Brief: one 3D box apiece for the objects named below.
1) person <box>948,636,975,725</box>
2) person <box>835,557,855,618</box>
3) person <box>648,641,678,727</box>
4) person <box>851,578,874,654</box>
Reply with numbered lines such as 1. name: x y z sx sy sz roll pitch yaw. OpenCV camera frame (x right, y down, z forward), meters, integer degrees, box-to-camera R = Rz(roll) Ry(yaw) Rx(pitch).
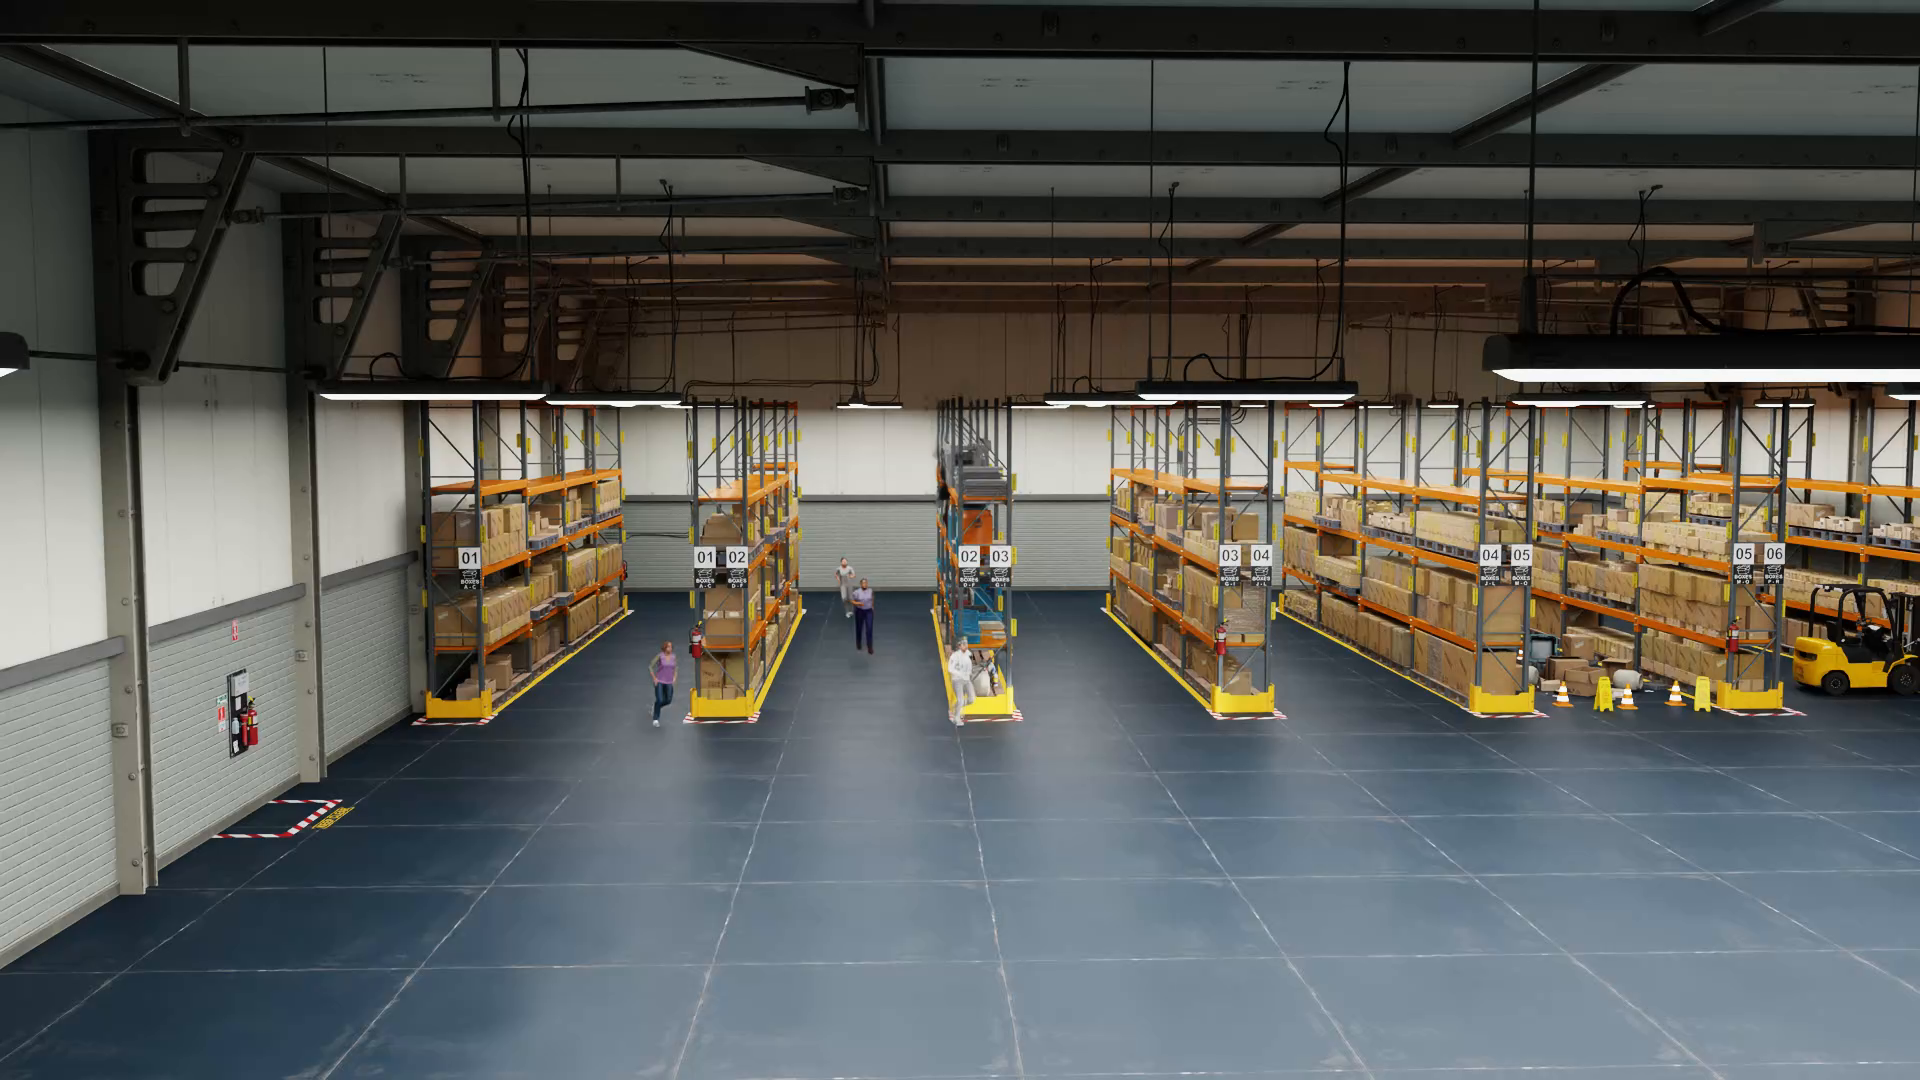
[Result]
1. person: 0.037 2.560 30.246 0.557 1.640 0.578 -3 5 -36
2. person: -3.200 1.331 46.267 0.548 1.714 0.714 0 4 -6
3. person: -5.432 2.617 30.476 0.588 1.548 0.506 -3 5 -31
4. person: -2.191 1.697 37.676 0.556 1.694 0.816 -1 4 -11
